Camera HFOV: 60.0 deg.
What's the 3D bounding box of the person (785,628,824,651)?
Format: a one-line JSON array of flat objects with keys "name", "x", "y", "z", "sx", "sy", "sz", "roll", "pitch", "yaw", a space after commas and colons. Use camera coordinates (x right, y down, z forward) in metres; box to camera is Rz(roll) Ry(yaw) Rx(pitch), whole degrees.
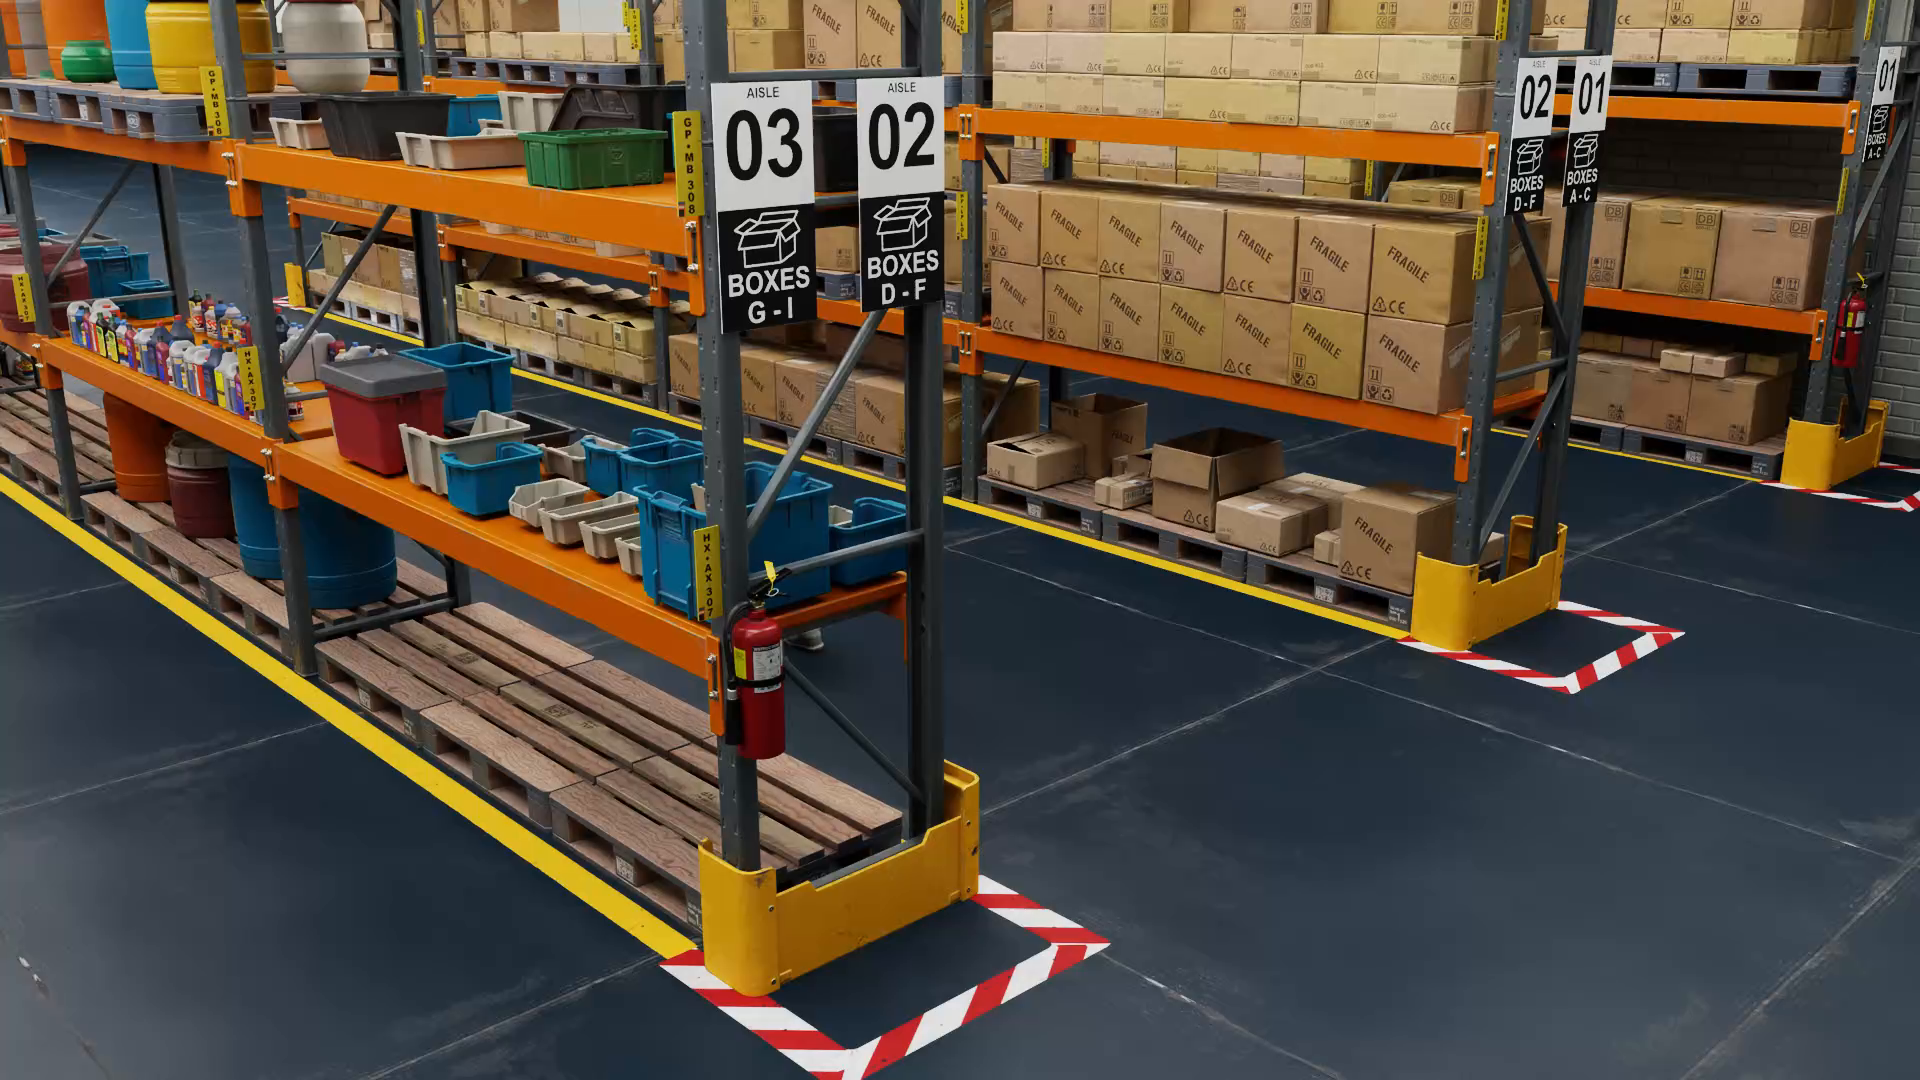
[{"name": "person", "x": -1.068, "y": 0.154, "z": 9.270, "sx": 0.496, "sy": 0.949, "sz": 0.875, "roll": -17, "pitch": 24, "yaw": -42}]
